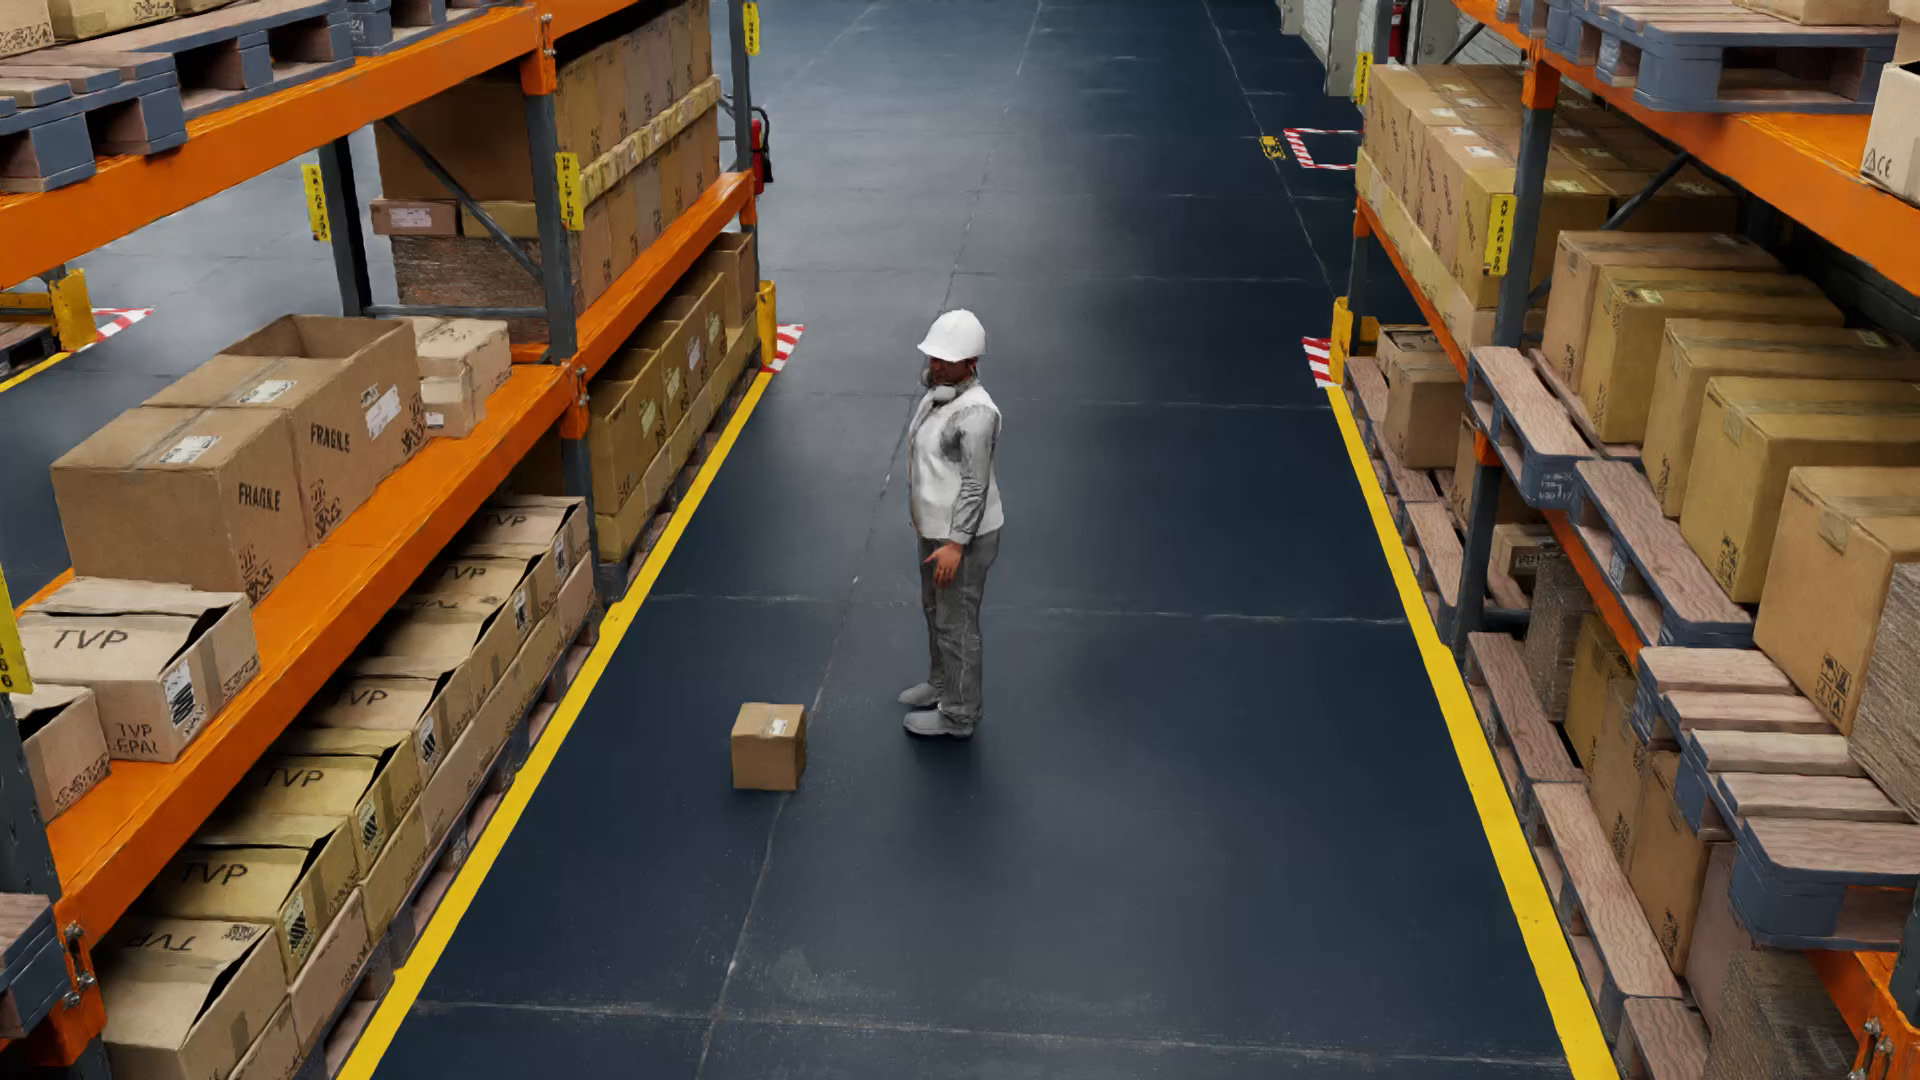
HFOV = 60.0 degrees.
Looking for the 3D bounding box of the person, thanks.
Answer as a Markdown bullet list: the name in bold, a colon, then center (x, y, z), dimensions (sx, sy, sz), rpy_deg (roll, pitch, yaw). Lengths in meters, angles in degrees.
- **person**: center (-0.051, -0.046, 6.671), dimensions (0.413, 1.816, 0.580), rpy_deg (-7, 25, -14)
